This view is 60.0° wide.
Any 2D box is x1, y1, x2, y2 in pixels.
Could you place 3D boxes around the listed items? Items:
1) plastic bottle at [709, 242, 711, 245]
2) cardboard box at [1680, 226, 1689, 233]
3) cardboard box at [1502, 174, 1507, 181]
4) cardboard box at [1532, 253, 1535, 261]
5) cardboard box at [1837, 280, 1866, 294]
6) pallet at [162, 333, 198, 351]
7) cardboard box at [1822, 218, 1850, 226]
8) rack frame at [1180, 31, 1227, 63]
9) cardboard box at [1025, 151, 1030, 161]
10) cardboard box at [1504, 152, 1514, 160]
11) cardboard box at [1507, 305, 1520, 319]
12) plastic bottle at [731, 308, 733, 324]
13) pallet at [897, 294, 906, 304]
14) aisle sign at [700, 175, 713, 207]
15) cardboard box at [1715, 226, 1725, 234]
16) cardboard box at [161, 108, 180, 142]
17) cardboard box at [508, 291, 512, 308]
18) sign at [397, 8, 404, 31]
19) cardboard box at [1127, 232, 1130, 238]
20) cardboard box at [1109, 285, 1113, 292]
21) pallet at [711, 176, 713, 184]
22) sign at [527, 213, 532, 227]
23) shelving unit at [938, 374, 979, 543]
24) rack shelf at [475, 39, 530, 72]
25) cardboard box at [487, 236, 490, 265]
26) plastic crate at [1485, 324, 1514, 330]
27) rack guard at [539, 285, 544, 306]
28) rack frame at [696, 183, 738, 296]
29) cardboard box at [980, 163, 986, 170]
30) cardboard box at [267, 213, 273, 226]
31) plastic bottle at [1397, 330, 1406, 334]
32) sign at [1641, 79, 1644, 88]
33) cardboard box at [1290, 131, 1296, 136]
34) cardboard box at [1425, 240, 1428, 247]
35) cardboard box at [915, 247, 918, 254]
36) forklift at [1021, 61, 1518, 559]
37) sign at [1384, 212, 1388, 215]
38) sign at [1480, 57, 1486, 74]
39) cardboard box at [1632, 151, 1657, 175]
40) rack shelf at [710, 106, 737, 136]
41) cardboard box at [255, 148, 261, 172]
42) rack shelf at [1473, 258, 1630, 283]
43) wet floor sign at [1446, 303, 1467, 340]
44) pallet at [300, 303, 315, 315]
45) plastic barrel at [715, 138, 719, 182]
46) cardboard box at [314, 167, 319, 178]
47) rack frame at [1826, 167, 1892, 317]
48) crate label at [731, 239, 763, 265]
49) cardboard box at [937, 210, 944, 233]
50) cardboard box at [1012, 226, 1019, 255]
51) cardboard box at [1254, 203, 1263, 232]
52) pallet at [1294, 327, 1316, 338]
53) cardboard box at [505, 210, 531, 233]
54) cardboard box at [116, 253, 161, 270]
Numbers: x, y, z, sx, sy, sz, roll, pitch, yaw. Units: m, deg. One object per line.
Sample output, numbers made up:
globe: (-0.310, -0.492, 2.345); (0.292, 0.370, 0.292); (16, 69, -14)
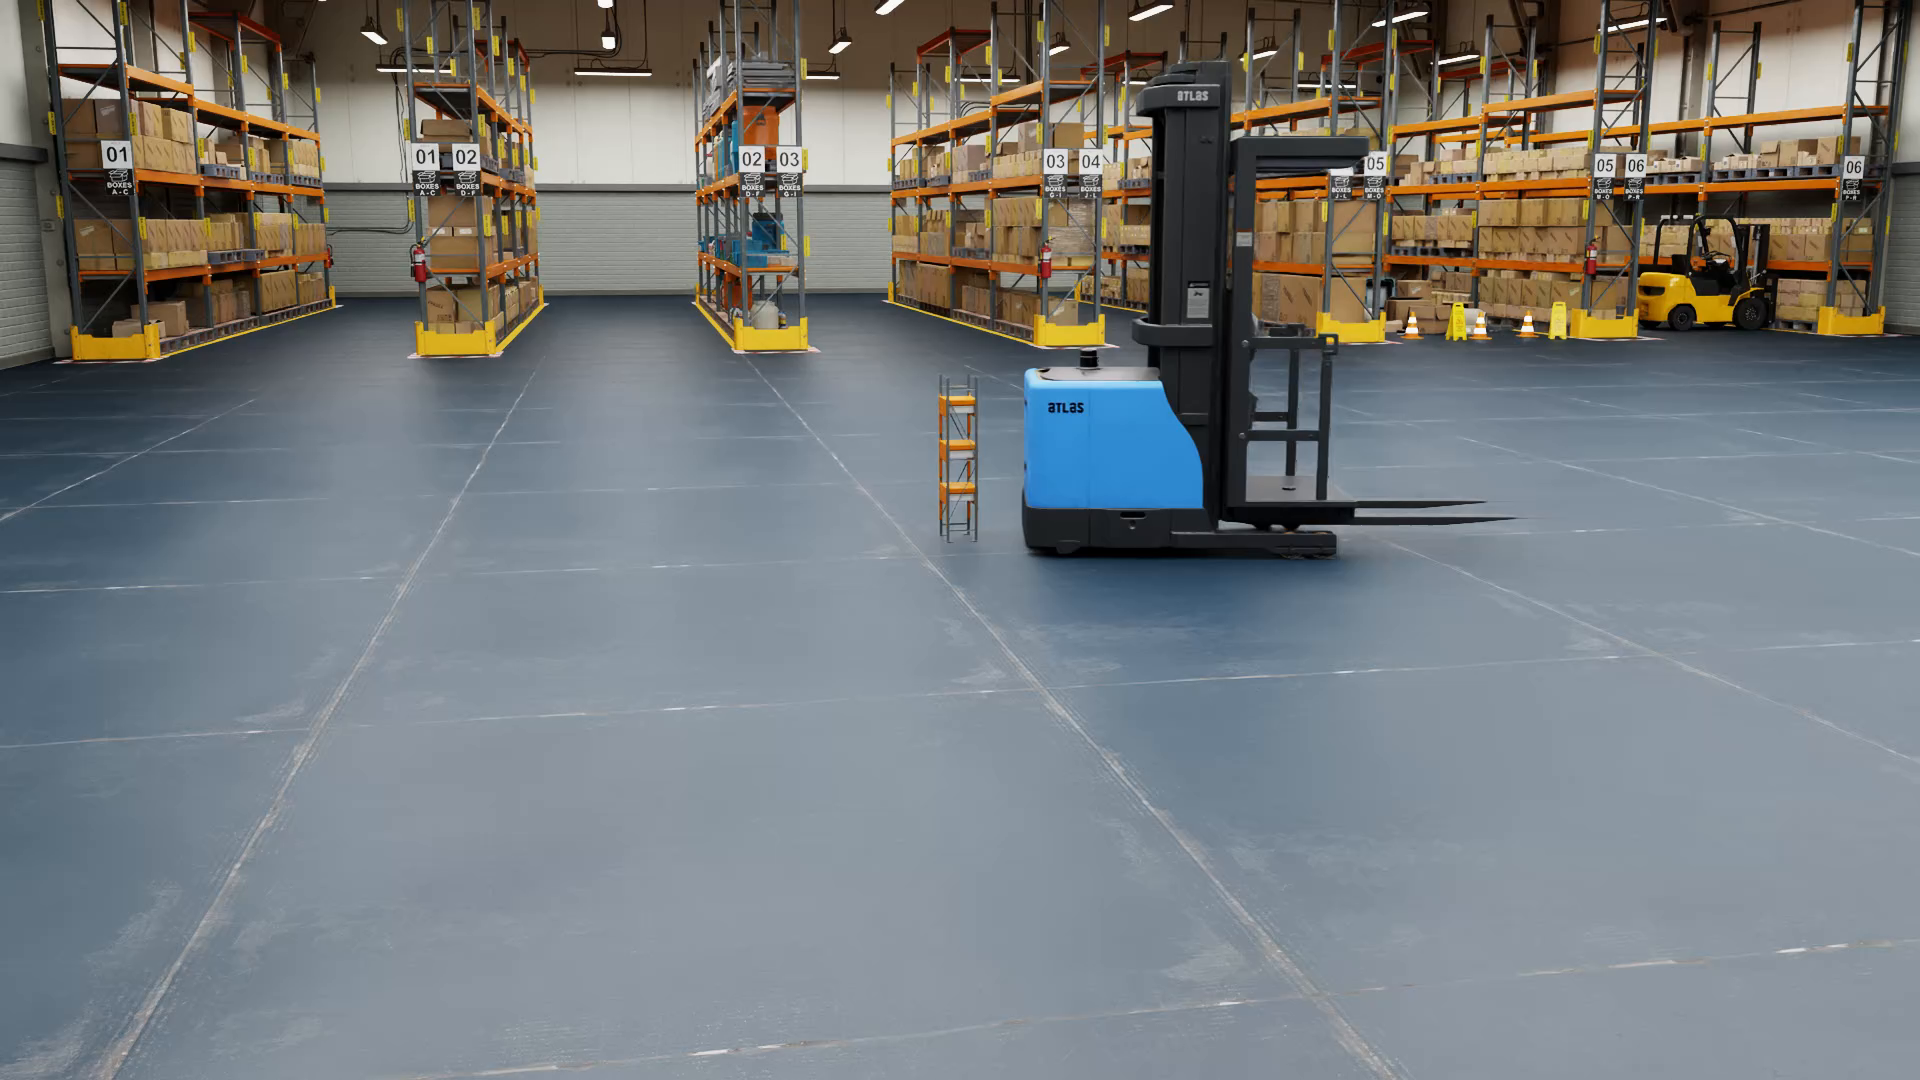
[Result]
plastic bottle: (-5.664, -6.604, 37.684); (0.061, 0.283, 0.133); (-2, 11, -11)
cardboard box: (15.308, -6.492, 34.781); (0.380, 0.149, 0.250); (-2, 11, -12)
cardboard box: (10.765, -7.035, 32.282); (0.380, 0.149, 0.250); (-2, 11, -11)
cardboard box: (11.010, -5.327, 31.333); (0.380, 0.149, 0.250); (-2, 11, -11)
cardboard box: (16.531, -4.731, 31.089); (0.500, 0.250, 0.500); (-2, 11, -12)
pallet: (-13.099, -3.225, 27.077); (1.003, 0.211, 1.213); (-2, 11, -11)
cardboard box: (16.162, -5.861, 30.672); (0.380, 0.149, 0.250); (-2, 11, -11)
rack frame: (5.179, -9.324, 35.618); (1.000, 3.000, 0.127); (-2, 11, -11)
cardboard box: (1.321, -6.527, 28.277); (0.380, 0.149, 0.250); (-2, 11, -11)
cardboard box: (10.680, -7.370, 31.910); (0.380, 0.149, 0.250); (-2, 11, -11)
cardboard box: (10.863, -4.385, 31.942); (0.500, 0.250, 0.500); (-2, 11, -12)
plastic bottle: (-4.065, -4.047, 30.044); (0.152, 0.276, 0.135); (-2, 11, -9)
pallet: (-1.030, -6.169, 42.542); (1.003, 0.211, 1.213); (-2, 11, -11)
aisle sign: (-6.426, -8.782, 41.860); (0.394, 0.787, 0.004); (-2, 11, -11)
cardboard box: (15.516, -6.275, 33.643); (0.380, 0.149, 0.250); (-2, 11, -10)
cardboard box: (-12.912, -6.687, 26.791); (0.500, 0.500, 0.500); (-3, 11, -13)
cardboard box: (-8.676, -4.525, 31.178); (0.500, 0.311, 0.500); (-2, 11, -13)
sign: (-8.403, -7.816, 24.985); (0.100, 0.325, 0.005); (-2, 11, -11)
cardboard box: (4.129, -7.156, 39.024); (0.380, 0.149, 0.250); (-2, 11, -10)
cardboard box: (3.893, -6.207, 40.989); (0.380, 0.149, 0.250); (-3, 11, -13)
pallet: (-4.871, -7.801, 36.145); (1.003, 0.211, 1.213); (-2, 11, -11)
sign: (-9.658, -7.179, 37.295); (0.100, 0.325, 0.005); (-2, 11, -11)
shelving unit: (-0.010, -0.526, 10.650); (0.215, 1.050, 0.252); (-2, 11, -11)
rack shelf: (-10.591, -11.182, 38.416); (1.077, 0.370, 4.000); (-2, 11, -11)
cardboard box: (-8.351, -4.901, 28.158); (0.700, 0.500, 0.500); (-2, 11, -10)
plastic crate: (10.293, -4.090, 31.971); (0.402, 0.080, 0.583); (-6, 13, -31)
rack guard: (-10.965, -6.081, 41.309); (1.175, 0.500, 0.348); (-2, 11, -11)
rack frame: (-6.121, -7.502, 42.091); (1.000, 3.000, 0.127); (-2, 11, -11)
cardboard box: (0.609, -7.387, 32.964); (0.380, 0.166, 0.250); (-2, 11, -13)
cardboard box: (-14.324, -6.531, 33.866); (0.500, 0.250, 0.500); (-2, 11, -11)
plastic bottle: (8.204, -3.870, 30.868); (0.133, 0.061, 0.283); (-6, 13, -31)
sign: (15.426, -10.261, 37.620); (0.100, 0.325, 0.005); (-2, 11, -11)
cardboard box: (6.089, -7.190, 29.575); (0.380, 0.149, 0.250); (-2, 11, -12)
cardboard box: (10.175, -6.344, 35.555); (0.380, 0.149, 0.250); (-2, 11, -9)
cardboard box: (-0.865, -6.869, 39.437); (0.380, 0.149, 0.250); (-2, 11, -11)
forklift: (1.921, -1.422, 10.330); (3.031, 2.935, 1.130); (0, 11, 0)
sign: (9.471, -7.124, 37.004); (0.100, 0.325, 0.005); (-2, 11, -11)
sign: (10.249, -9.304, 32.593); (0.100, 0.325, 0.005); (-2, 11, -11)
cardboard box: (14.981, -8.304, 36.624); (0.700, 0.500, 0.500); (-2, 11, -12)
rack shelf: (-4.176, -8.065, 31.999); (1.077, 0.370, 4.000); (-2, 11, -11)
cardboard box: (-14.791, -7.788, 34.125); (0.700, 0.500, 0.500); (-2, 11, -11)
rack shelf: (11.181, -5.122, 31.507); (1.077, 0.370, 4.000); (-2, 11, -11)
wet floor sign: (8.682, -3.820, 29.040); (0.267, 0.644, 0.232); (-4, 12, -21)
pallet: (-15.132, -5.181, 37.352); (1.003, 0.211, 1.213); (-2, 11, -11)
plastic barrel: (-4.491, -7.441, 32.598); (0.600, 0.830, 0.708); (-2, 11, -11)
cardboard box: (-15.436, -8.673, 39.228); (0.500, 0.250, 0.500); (-2, 11, -9)
rack frame: (16.439, -5.290, 30.465); (1.000, 3.000, 0.127); (-2, 11, -11)
crate label: (-3.632, -4.913, 28.392); (0.502, 0.435, 0.616); (-2, 11, -11)
cardboard box: (-0.094, -7.134, 37.206); (0.797, 0.503, 0.637); (-2, 11, -9)
cardboard box: (1.414, -5.318, 29.551); (0.875, 0.500, 0.500); (-2, 11, -11)
cardboard box: (5.995, -6.179, 31.847); (0.875, 0.550, 0.550); (-2, 11, -11)
pallet: (6.502, -3.684, 29.486); (1.003, 0.211, 1.213); (-2, 11, -11)
cardboard box: (-10.018, -7.226, 37.699); (0.500, 0.500, 0.500); (-2, 11, -10)
cardboard box: (-12.510, -4.245, 25.323); (0.500, 0.250, 0.500); (-2, 11, -13)
